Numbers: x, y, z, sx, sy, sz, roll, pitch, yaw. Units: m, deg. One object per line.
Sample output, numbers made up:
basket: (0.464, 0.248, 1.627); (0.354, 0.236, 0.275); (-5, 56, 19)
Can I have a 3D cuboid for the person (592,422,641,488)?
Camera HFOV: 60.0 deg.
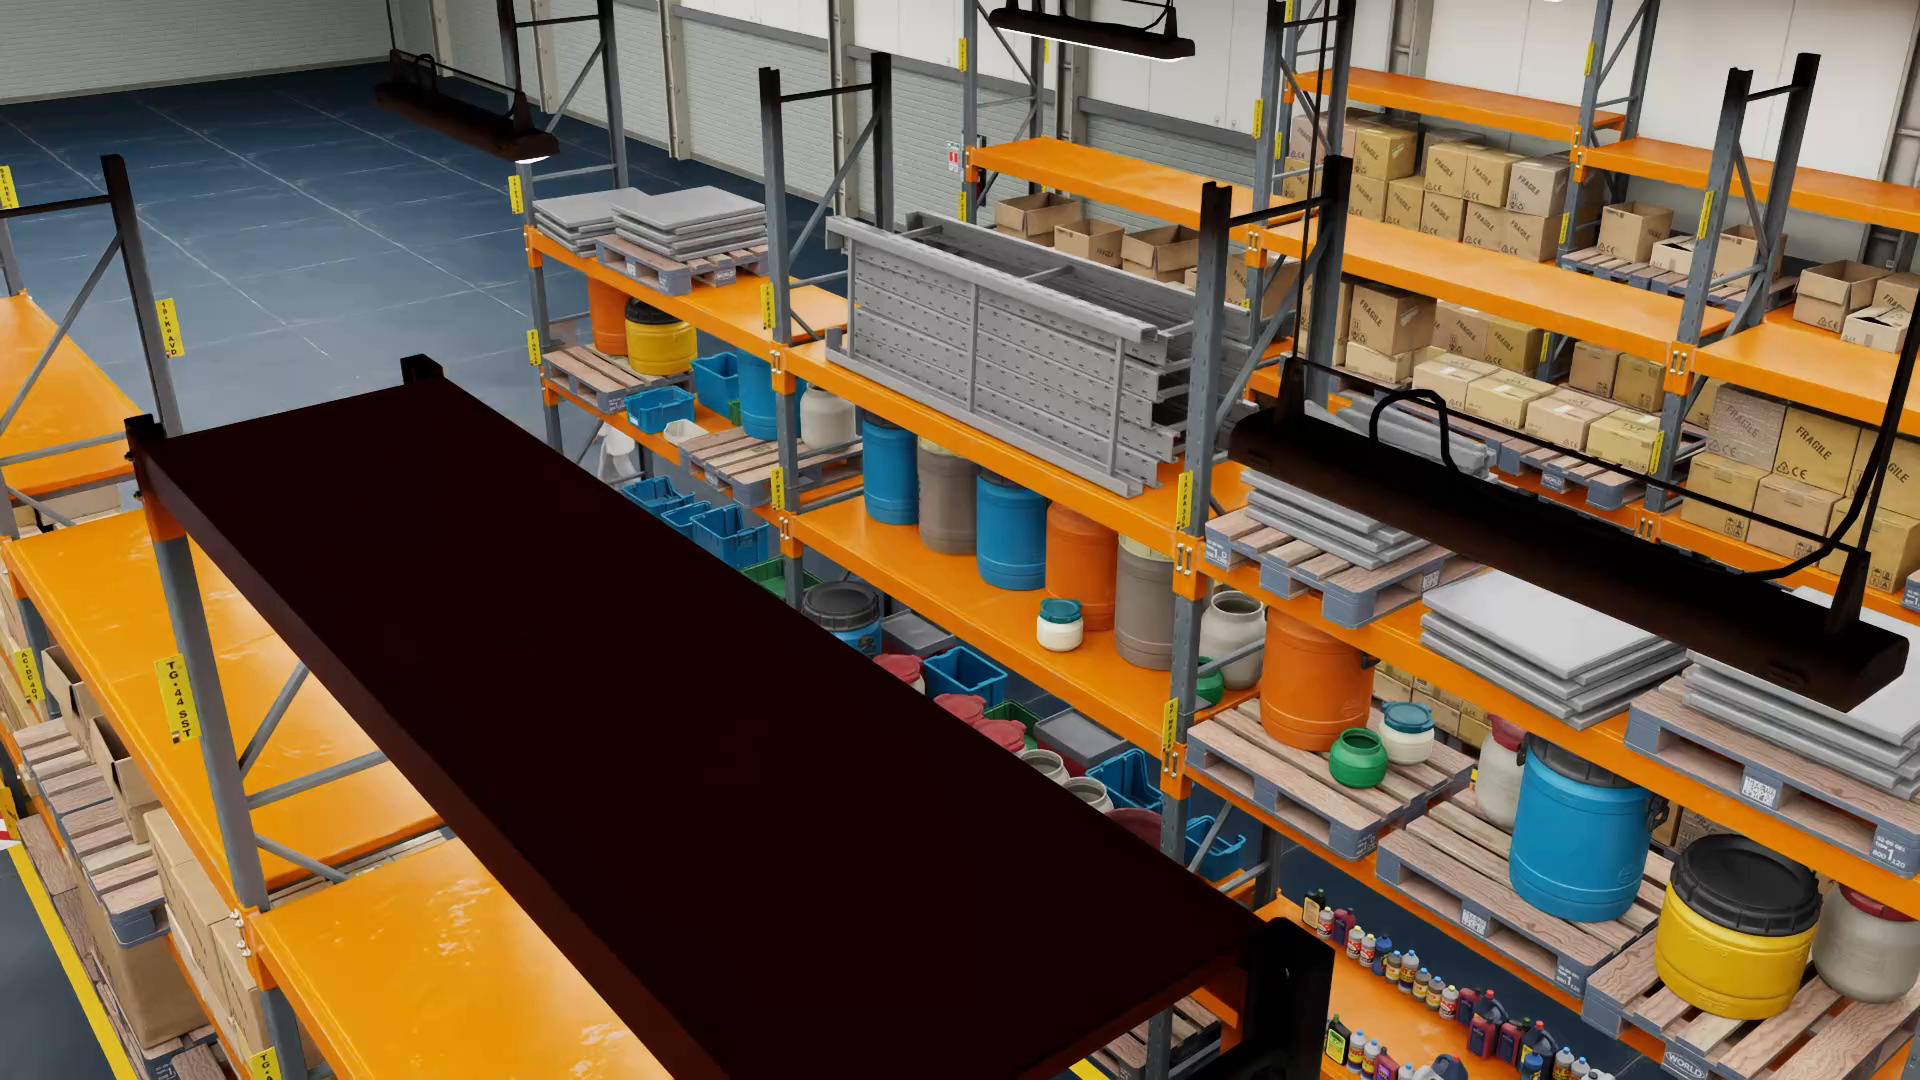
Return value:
person: (-3.971, -1.184, 18.847); (0.816, 1.677, 0.605); (0, 26, 1)
